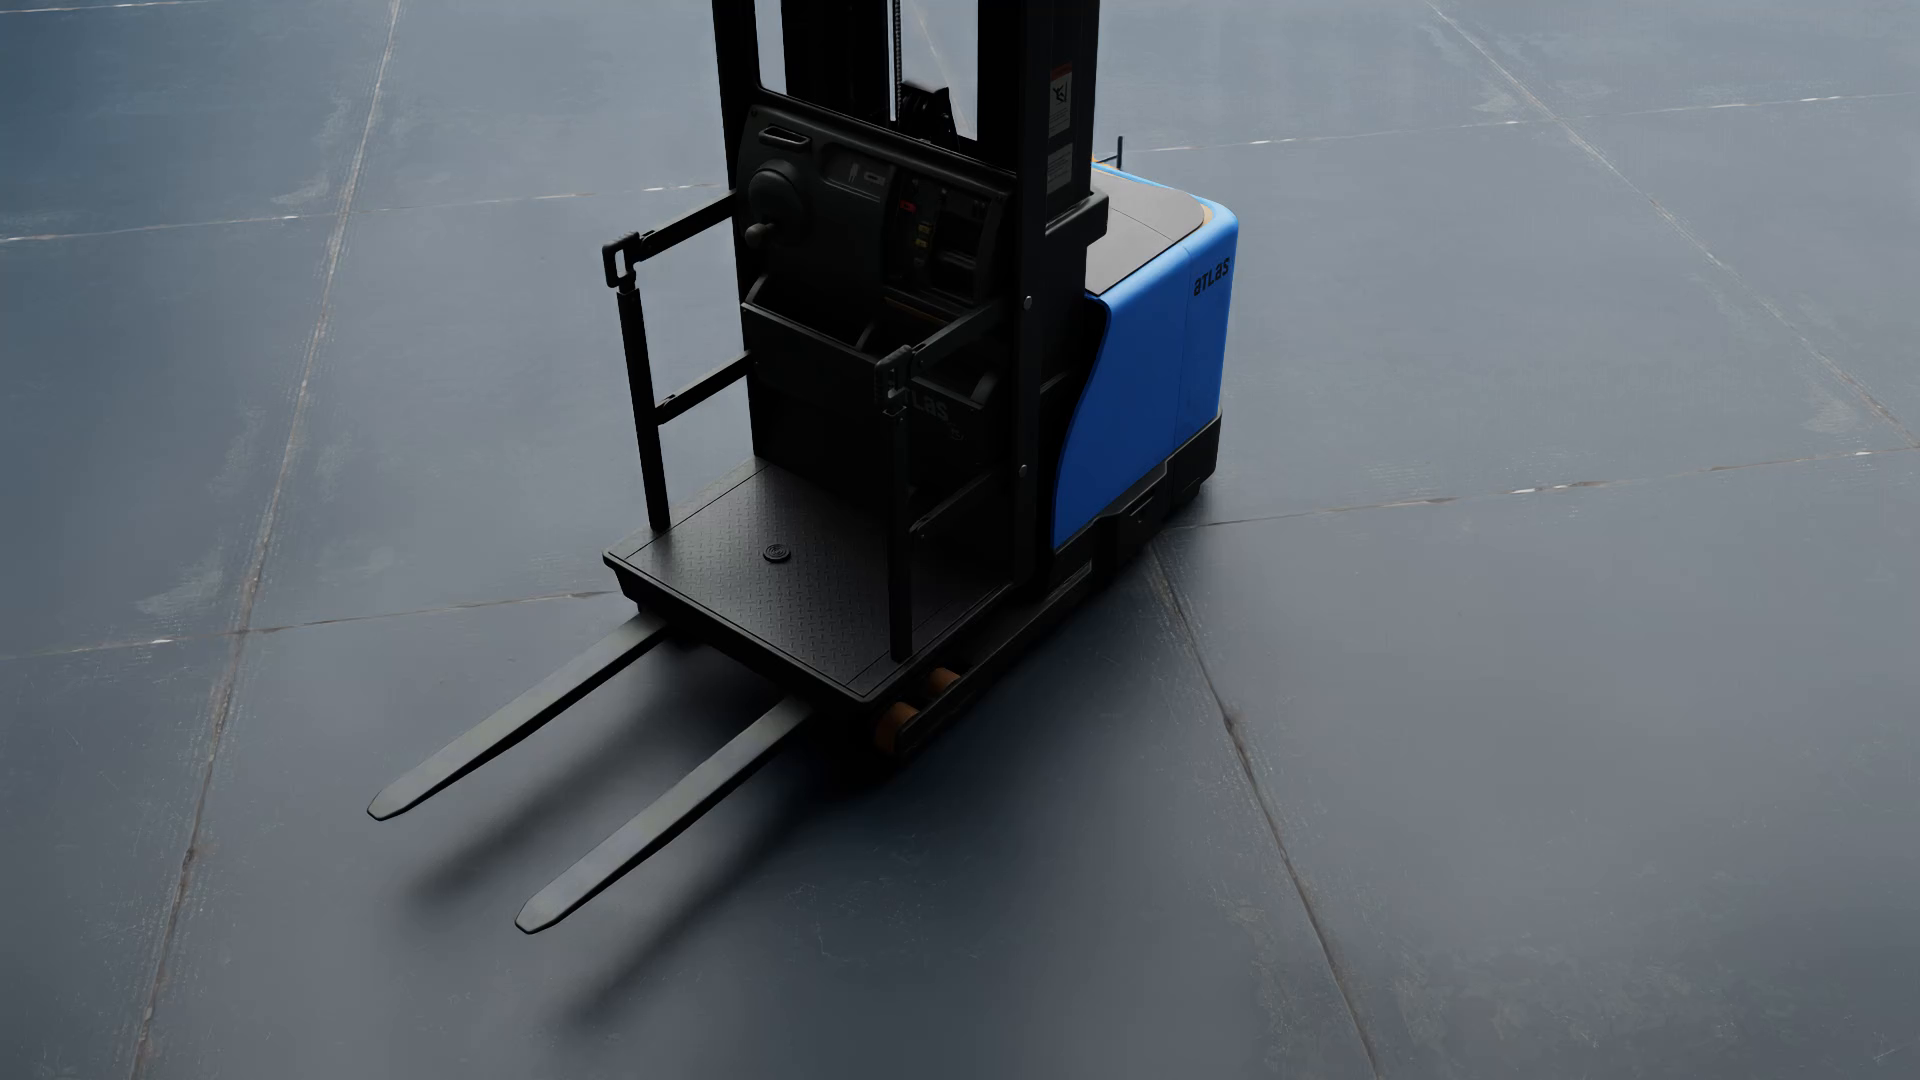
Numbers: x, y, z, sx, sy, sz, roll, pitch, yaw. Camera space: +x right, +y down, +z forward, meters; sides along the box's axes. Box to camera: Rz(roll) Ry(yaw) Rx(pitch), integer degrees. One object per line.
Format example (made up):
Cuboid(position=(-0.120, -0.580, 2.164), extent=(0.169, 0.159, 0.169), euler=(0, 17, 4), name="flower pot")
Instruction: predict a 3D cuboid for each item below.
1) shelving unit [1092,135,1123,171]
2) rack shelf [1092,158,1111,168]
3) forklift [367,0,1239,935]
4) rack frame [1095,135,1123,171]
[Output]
Cuboid(position=(0.423, -1.038, 6.229), extent=(0.215, 1.050, 0.252), euler=(-25, 44, -28), name="shelving unit")
Cuboid(position=(0.422, -1.253, 6.060), extent=(0.215, 0.259, 0.240), euler=(-25, 44, -28), name="rack shelf")
Cuboid(position=(-0.389, -0.857, 4.464), extent=(1.130, 2.935, 3.031), euler=(26, 45, 29), name="forklift")
Cuboid(position=(0.497, -0.978, 6.152), extent=(0.200, 1.050, 0.008), euler=(-25, 44, -28), name="rack frame")
